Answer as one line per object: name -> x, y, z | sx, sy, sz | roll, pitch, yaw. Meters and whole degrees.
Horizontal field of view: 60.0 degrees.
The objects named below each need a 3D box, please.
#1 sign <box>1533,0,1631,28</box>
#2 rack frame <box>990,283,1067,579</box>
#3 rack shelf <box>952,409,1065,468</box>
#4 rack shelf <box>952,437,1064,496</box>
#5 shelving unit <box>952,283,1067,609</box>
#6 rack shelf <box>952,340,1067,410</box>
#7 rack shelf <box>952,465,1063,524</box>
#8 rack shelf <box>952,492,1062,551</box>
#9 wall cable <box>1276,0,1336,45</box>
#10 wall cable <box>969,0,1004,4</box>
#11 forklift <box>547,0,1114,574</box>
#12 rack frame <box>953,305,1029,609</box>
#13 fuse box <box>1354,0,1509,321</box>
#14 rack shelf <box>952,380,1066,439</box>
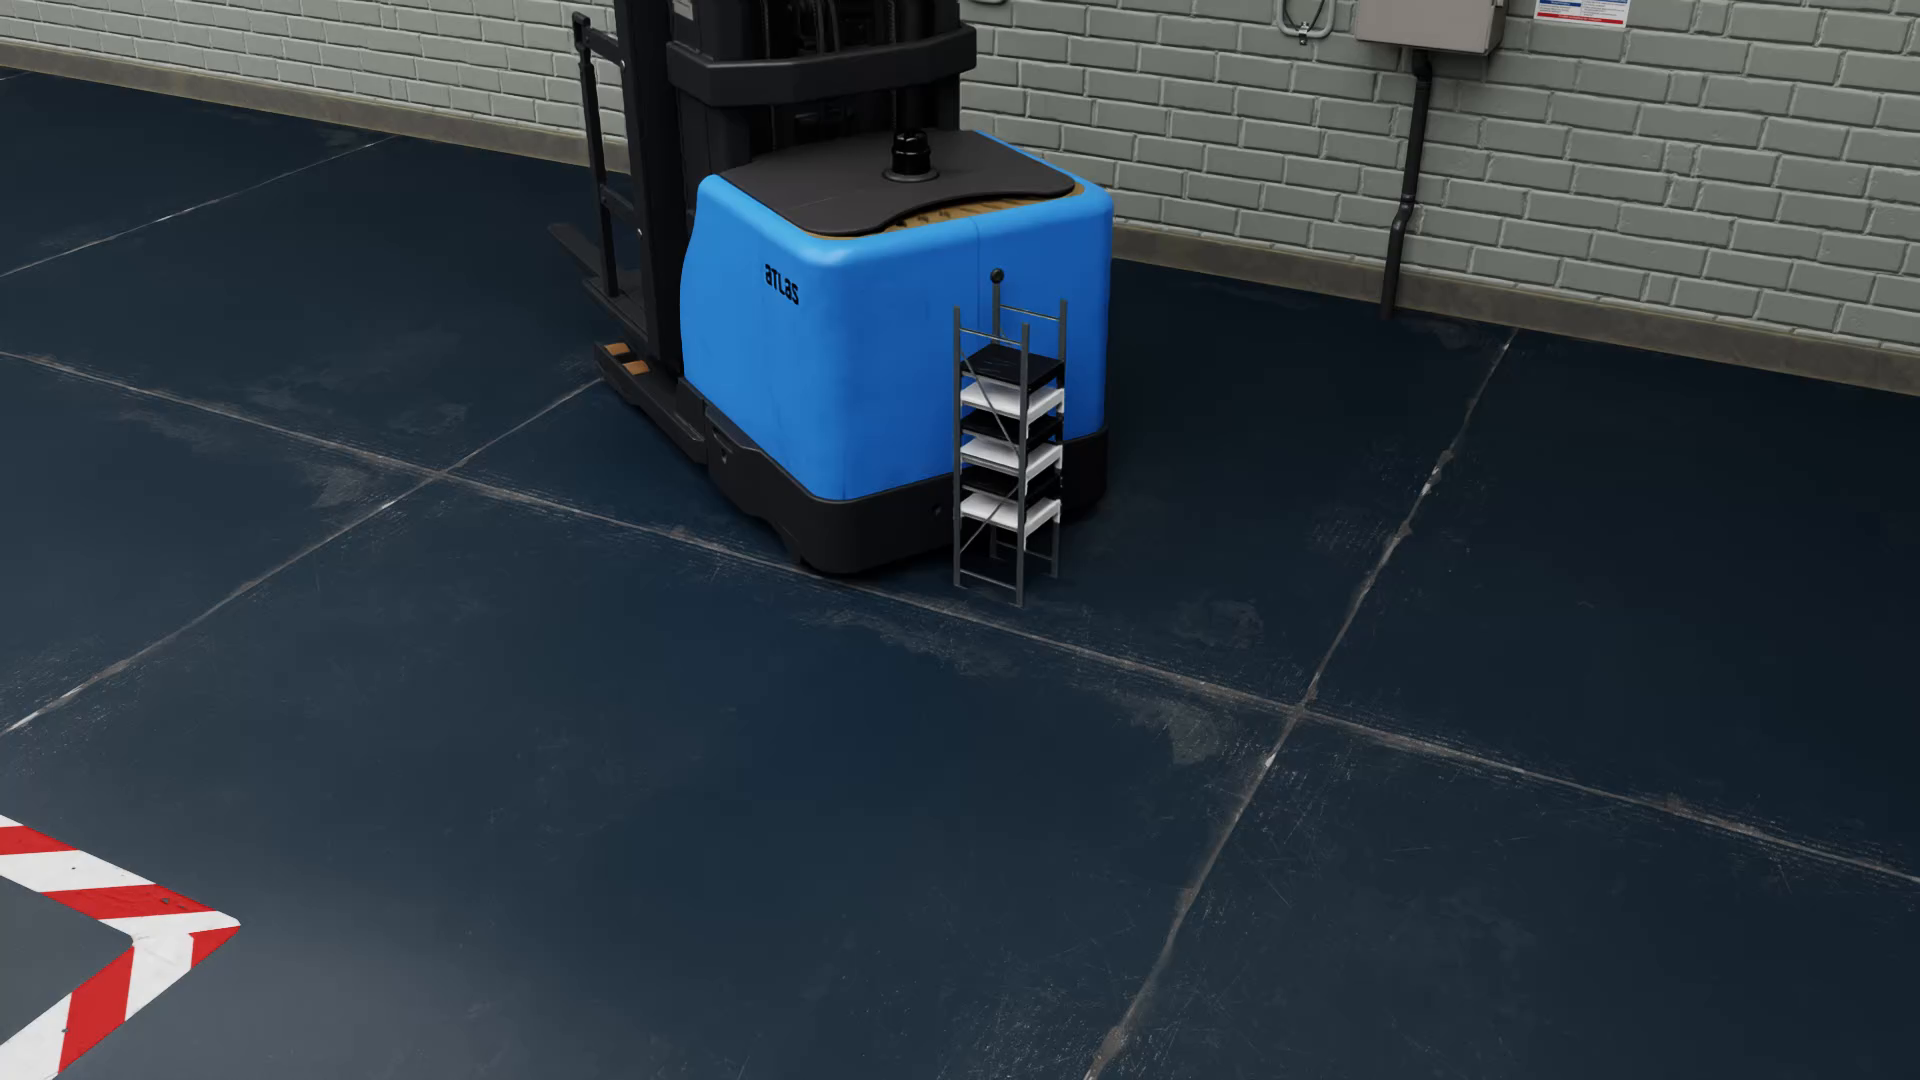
sign -> 2.294, -2.130, 6.043 | 0.329, 0.494, 0.001 | 14, 33, 23
rack frame -> 0.195, -0.304, 4.876 | 0.240, 0.900, 0.006 | 18, 34, 28
rack shelf -> 0.140, -0.311, 4.774 | 0.258, 0.077, 0.200 | 18, 34, 28
rack shelf -> 0.140, -0.233, 4.819 | 0.258, 0.077, 0.200 | 18, 34, 28
shelving unit -> 0.140, -0.262, 4.803 | 0.258, 0.900, 0.210 | 18, 34, 28
rack shelf -> 0.140, -0.467, 4.685 | 0.258, 0.077, 0.200 | 18, 34, 28
rack shelf -> 0.140, -0.155, 4.864 | 0.258, 0.077, 0.200 | 18, 34, 28
rack shelf -> 0.140, -0.077, 4.909 | 0.258, 0.077, 0.200 | 18, 34, 28
wall cable -> 1.225, -2.857, 6.192 | 0.588, 1.984, 0.122 | 14, 33, 23
wall cable -> -0.043, -3.187, 6.736 | 0.585, 1.953, 0.123 | 14, 33, 23
forklift -> -0.715, -1.869, 5.561 | 1.130, 2.935, 3.031 | -17, 34, -26
rack frame -> 0.084, -0.220, 4.729 | 0.240, 0.900, 0.006 | 18, 34, 28
fuse box -> 1.760, -1.633, 6.375 | 0.539, 1.711, 0.414 | 14, 33, 23
rack shelf -> 0.140, -0.389, 4.730 | 0.258, 0.077, 0.200 | 18, 34, 28
